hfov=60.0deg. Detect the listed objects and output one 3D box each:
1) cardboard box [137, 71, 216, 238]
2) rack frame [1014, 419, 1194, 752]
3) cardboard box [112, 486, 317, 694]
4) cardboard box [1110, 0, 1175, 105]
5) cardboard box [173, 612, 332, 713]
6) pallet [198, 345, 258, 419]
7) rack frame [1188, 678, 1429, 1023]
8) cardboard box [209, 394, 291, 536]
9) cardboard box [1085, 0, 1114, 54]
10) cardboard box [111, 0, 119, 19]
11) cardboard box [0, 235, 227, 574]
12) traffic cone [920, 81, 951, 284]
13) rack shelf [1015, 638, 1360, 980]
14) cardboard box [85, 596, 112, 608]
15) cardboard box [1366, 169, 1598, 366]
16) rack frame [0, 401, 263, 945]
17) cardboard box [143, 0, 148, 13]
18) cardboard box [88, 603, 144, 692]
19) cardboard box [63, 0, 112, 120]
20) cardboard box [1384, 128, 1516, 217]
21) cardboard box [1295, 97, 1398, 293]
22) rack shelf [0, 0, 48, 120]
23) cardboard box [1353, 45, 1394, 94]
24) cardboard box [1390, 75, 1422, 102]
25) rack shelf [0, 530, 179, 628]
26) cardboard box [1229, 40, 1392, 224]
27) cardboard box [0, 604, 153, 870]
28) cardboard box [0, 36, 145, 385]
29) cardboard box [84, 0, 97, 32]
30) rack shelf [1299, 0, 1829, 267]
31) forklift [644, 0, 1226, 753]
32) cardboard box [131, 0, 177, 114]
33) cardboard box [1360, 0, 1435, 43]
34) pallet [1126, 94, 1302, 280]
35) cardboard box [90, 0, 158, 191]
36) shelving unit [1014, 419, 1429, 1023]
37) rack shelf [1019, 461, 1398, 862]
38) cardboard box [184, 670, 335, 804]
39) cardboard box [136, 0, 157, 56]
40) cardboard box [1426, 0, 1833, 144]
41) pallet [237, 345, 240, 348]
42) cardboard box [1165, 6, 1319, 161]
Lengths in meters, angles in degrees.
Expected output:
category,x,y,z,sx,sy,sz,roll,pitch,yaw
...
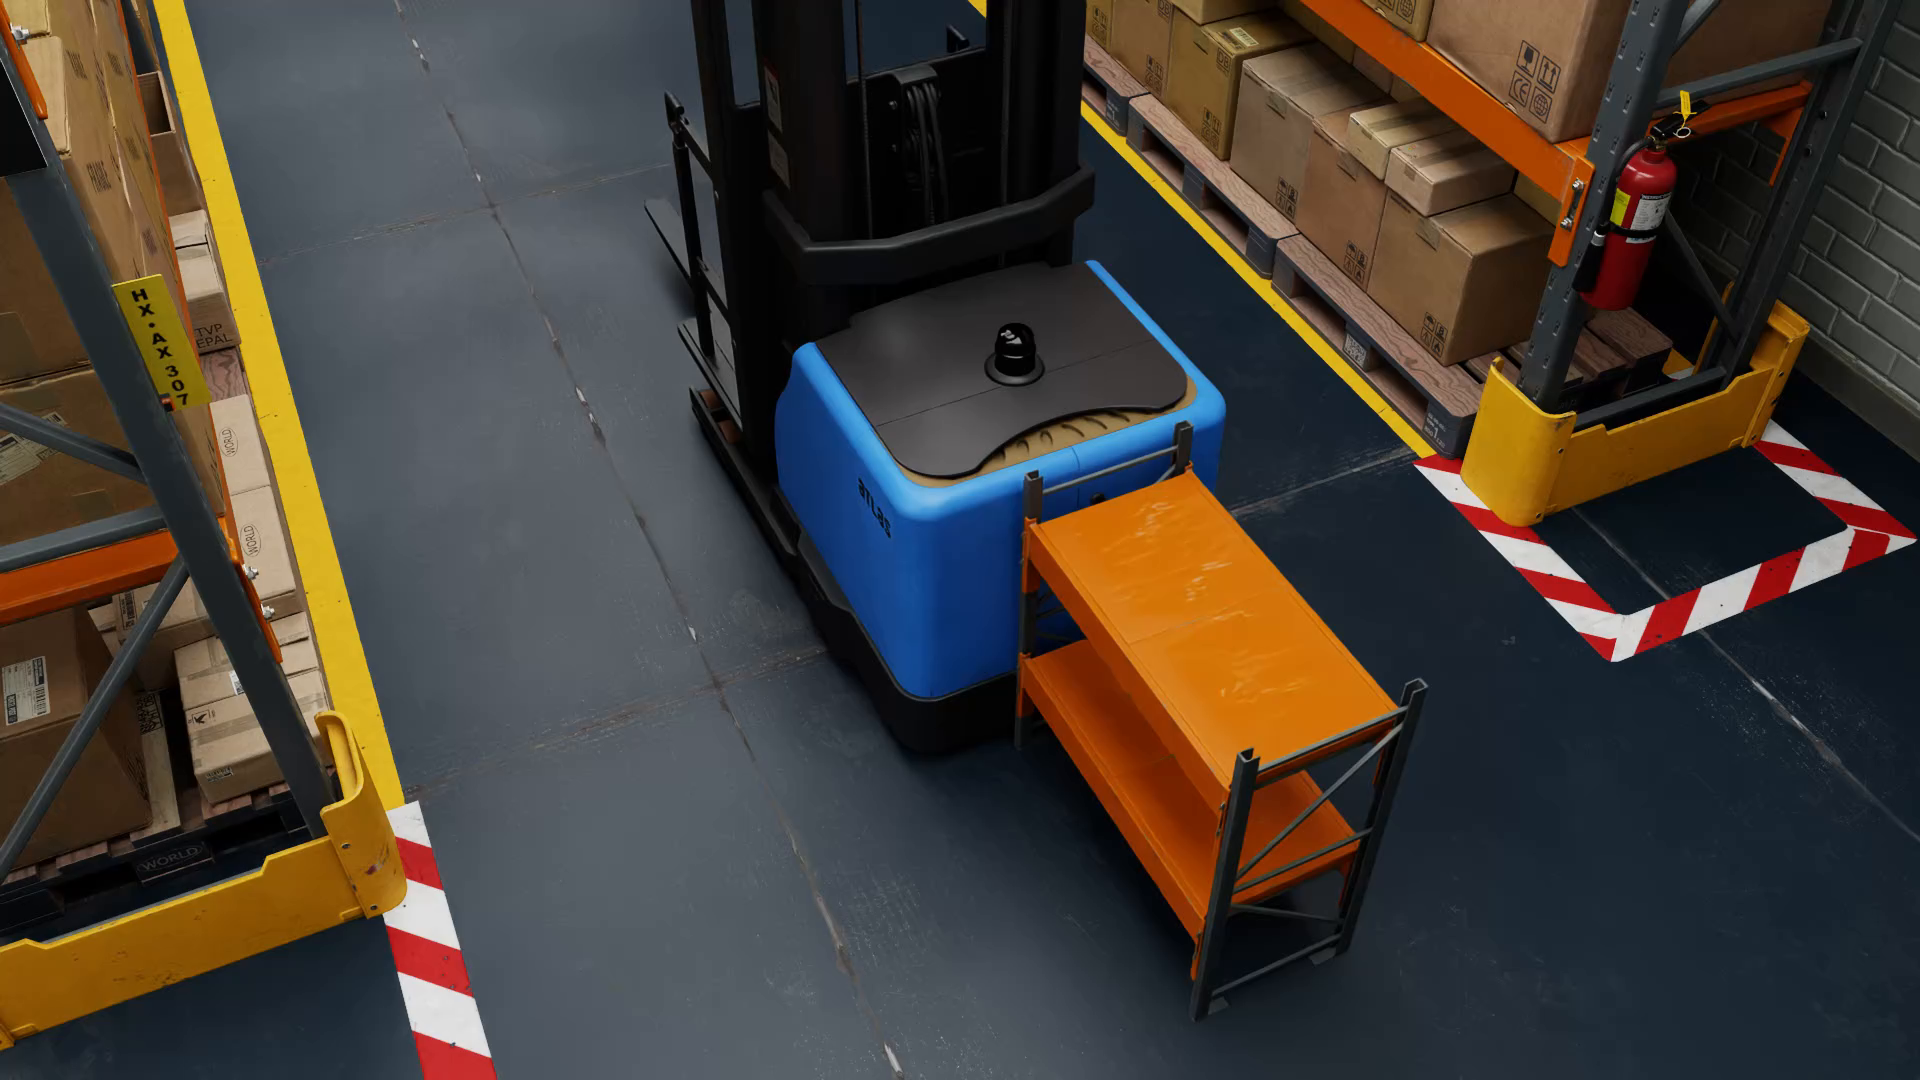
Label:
category,x,y,z,sx,sy,sz,roll,pitch,yaw
cardboard box,-3.308,-1.465,6.566,0.500,0.500,0.500,-18,47,-17
rack frame,0.397,0.162,4.785,0.500,1.125,0.032,-19,48,-18
cardboard box,-2.305,0.145,5.112,0.500,0.250,0.500,-18,47,-17
cardboard box,1.117,-2.375,7.502,0.700,0.500,0.500,-18,48,-18
cardboard box,-2.093,0.396,4.917,0.380,0.166,0.250,-18,47,-17
pallet,-3.000,-0.269,5.872,1.003,0.211,1.213,-18,47,-17
rack frame,0.843,0.803,4.135,0.500,1.125,0.032,-19,48,-18
cardboard box,-2.515,-0.174,5.435,0.500,0.250,0.500,-18,47,-17
cardboard box,0.909,-2.696,7.827,0.700,0.500,0.500,-17,47,-17
cardboard box,-3.144,-1.942,5.512,0.500,0.500,0.500,-17,47,-16
cardboard box,-2.071,-0.325,3.872,0.500,0.500,0.500,-17,47,-17
traffic cone,-0.100,-0.889,5.109,0.062,1.202,0.307,-18,47,-17
rack shelf,0.620,0.657,4.632,0.538,0.278,1.000,-19,48,-18
cardboard box,-2.948,0.005,5.253,0.500,0.250,0.500,-18,47,-17
cardboard box,1.985,-1.070,6.180,0.700,0.500,0.500,-18,47,-17
rack frame,-2.120,0.070,3.543,0.949,2.616,0.053,-18,47,-17
cardboard box,-4.225,-2.782,7.900,0.500,0.500,0.500,-17,47,-17
cardboard box,-2.664,0.365,4.949,0.380,0.166,0.250,-18,47,-17
cardboard box,-2.503,-1.332,4.181,0.500,0.500,0.500,-17,47,-17
cardboard box,1.765,-1.329,5.980,0.380,0.149,0.250,-19,48,-18
cardboard box,1.774,-1.389,6.503,0.700,0.500,0.500,-18,47,-18
rack shelf,-2.964,-2.015,4.033,1.077,0.370,4.000,-18,47,-17
cardboard box,1.792,-1.925,6.584,0.380,0.149,0.250,-17,47,-17
cardboard box,1.900,-1.763,6.420,0.380,0.149,0.250,-18,47,-17
rack shelf,-2.964,-1.017,5.018,0.919,0.124,3.809,-18,47,-17
cardboard box,1.562,-1.709,6.827,0.700,0.500,0.500,-19,48,-19
cardboard box,-2.575,0.531,4.543,0.500,0.500,0.500,-18,47,-17
cardboard box,-2.071,-0.681,3.521,0.500,0.500,0.500,-17,47,-16
cardboard box,-2.718,-1.655,4.509,0.500,0.500,0.500,-18,48,-18
rack shelf,1.529,-2.412,6.571,1.077,0.370,4.000,-18,47,-17
forklift,-0.336,-1.444,5.127,1.130,2.935,3.031,-19,48,-18
cardboard box,-3.788,-2.125,7.234,0.500,0.500,0.500,-20,48,-19
cardboard box,1.830,-2.283,5.715,0.980,0.700,0.700,-18,48,-18
pallet,1.453,-1.664,7.286,1.003,0.211,1.213,-18,47,-17
cardboard box,-2.710,-1.292,4.852,0.500,0.500,0.500,-17,47,-17
shelving unit,0.620,0.482,4.460,0.538,1.125,1.048,-19,48,-18
rack shelf,0.620,0.274,4.255,0.538,0.278,1.000,-19,48,-18
cardboard box,-1.988,0.561,4.762,0.380,0.149,0.250,-18,47,-17
cardboard box,-4.022,-2.461,7.575,0.500,0.500,0.500,-17,47,-17
cardboard box,2.146,-1.823,5.248,0.980,0.700,0.700,-16,47,-16
pallet,-3.517,-1.047,6.661,1.003,0.211,1.213,-18,47,-17
cardboard box,1.331,-2.047,7.170,0.700,0.500,0.500,-17,47,-16
